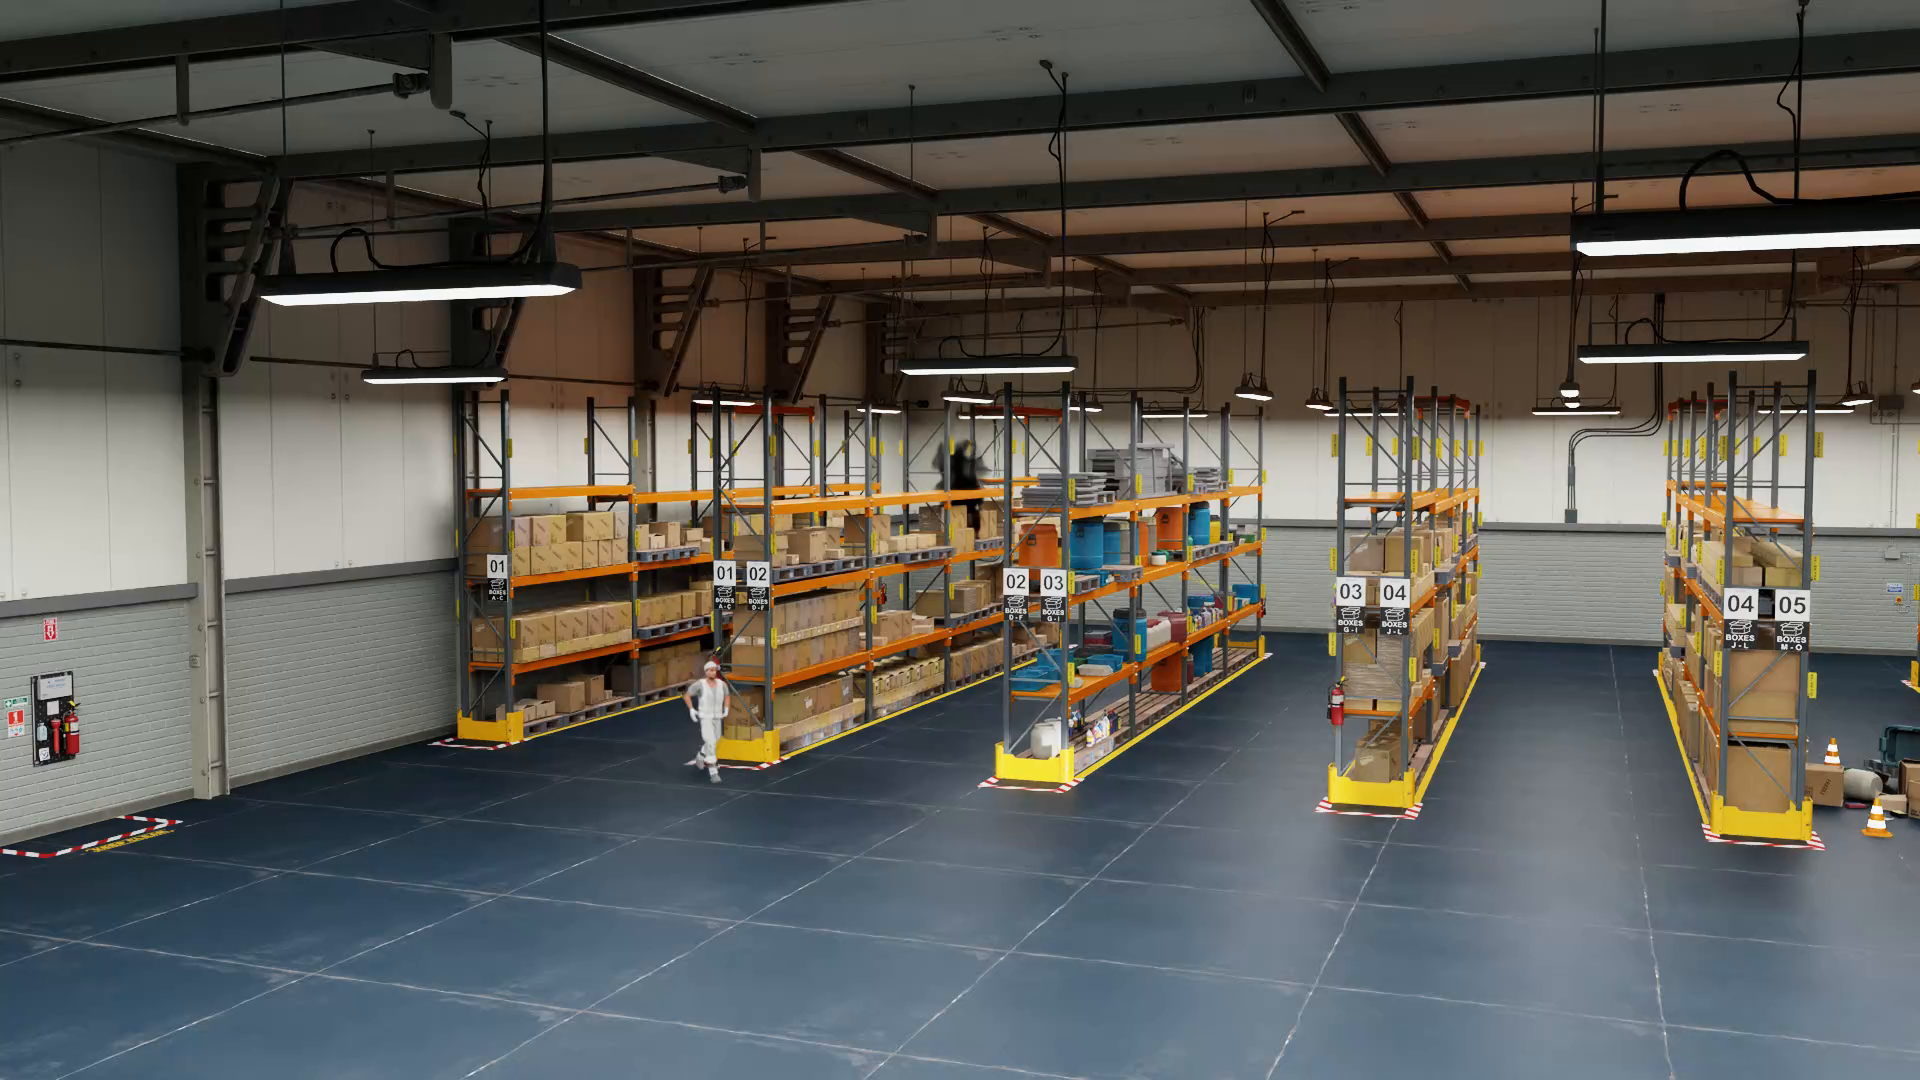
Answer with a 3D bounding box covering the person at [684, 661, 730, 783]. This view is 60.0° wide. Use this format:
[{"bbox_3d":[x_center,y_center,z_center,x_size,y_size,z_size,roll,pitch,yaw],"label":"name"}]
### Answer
[{"bbox_3d":[-3.804,2.729,25.247,0.682,1.796,0.928,-2,4,-37],"label":"person"}]
